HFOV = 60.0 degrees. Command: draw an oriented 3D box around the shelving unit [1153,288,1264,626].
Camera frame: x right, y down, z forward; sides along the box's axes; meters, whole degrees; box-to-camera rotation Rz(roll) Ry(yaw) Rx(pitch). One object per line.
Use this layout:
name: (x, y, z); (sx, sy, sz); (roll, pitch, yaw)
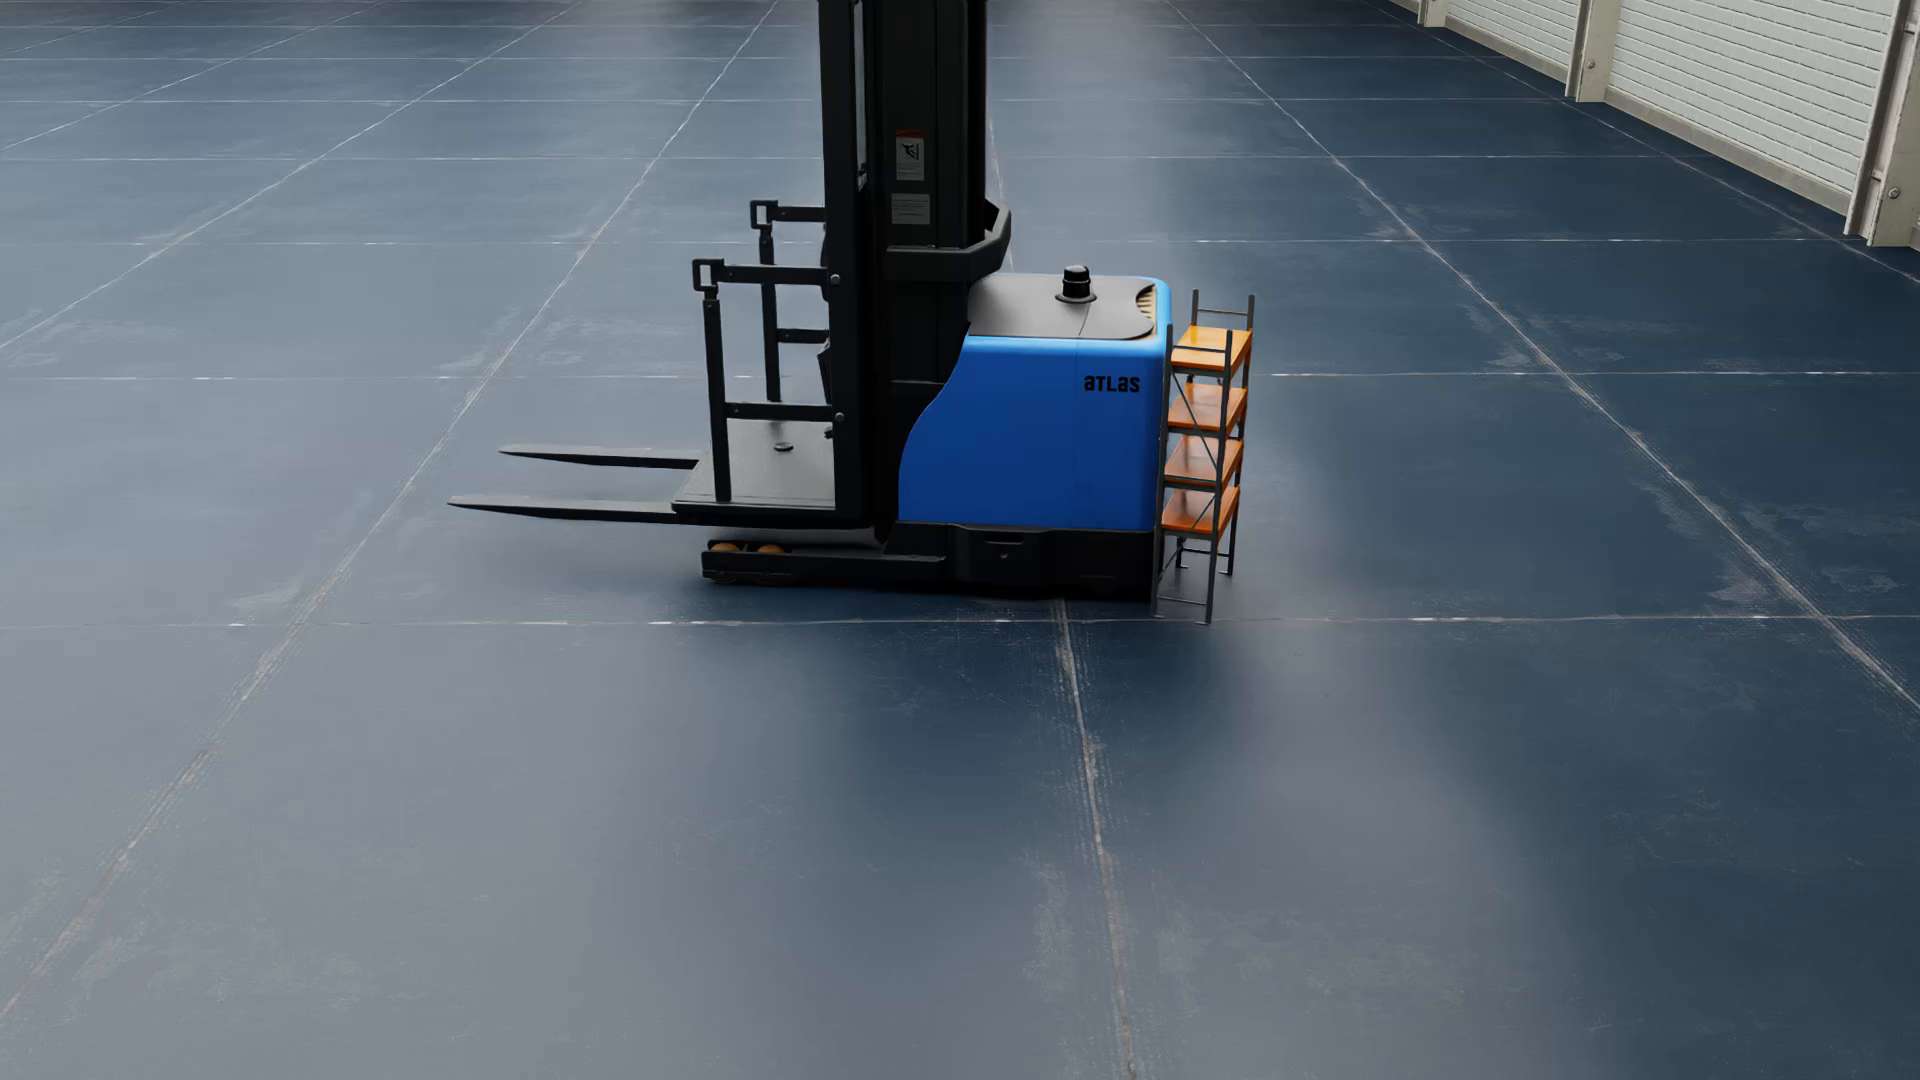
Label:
shelving unit: (0.971, -0.324, 6.501); (0.258, 1.200, 0.503); (9, 26, 16)

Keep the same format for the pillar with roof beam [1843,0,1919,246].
pillar with roof beam: (2.360, -6.264, 10.180); (9.100, 9.000, 0.400); (0, 24, -1)

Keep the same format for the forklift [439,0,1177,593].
forklift: (-0.643, -1.339, 6.654); (3.031, 2.935, 1.130); (1, 24, 2)

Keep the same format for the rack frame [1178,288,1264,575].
rack frame: (1.046, -0.419, 6.712); (0.240, 1.200, 0.015); (9, 26, 16)

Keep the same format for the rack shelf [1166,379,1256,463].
rack shelf: (0.974, -0.465, 6.435); (0.258, 0.148, 0.480); (9, 26, 16)

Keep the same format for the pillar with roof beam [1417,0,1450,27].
pillar with roof beam: (2.229, -11.209, 21.113); (9.100, 9.000, 0.400); (0, 24, -1)

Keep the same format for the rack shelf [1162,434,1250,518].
rack shelf: (0.969, -0.263, 6.529); (0.258, 0.148, 0.480); (9, 26, 16)

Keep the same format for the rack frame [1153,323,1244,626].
rack frame: (0.895, -0.228, 6.289); (0.240, 1.200, 0.015); (9, 26, 16)

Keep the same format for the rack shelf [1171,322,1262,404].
rack shelf: (0.980, -0.680, 6.336); (0.258, 0.148, 0.480); (9, 26, 16)

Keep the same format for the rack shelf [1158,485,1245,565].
rack shelf: (0.964, -0.082, 6.612); (0.258, 0.148, 0.480); (9, 26, 16)

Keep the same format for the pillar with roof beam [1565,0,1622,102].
pillar with roof beam: (2.294, -8.737, 15.647); (9.100, 9.000, 0.400); (0, 24, -1)
